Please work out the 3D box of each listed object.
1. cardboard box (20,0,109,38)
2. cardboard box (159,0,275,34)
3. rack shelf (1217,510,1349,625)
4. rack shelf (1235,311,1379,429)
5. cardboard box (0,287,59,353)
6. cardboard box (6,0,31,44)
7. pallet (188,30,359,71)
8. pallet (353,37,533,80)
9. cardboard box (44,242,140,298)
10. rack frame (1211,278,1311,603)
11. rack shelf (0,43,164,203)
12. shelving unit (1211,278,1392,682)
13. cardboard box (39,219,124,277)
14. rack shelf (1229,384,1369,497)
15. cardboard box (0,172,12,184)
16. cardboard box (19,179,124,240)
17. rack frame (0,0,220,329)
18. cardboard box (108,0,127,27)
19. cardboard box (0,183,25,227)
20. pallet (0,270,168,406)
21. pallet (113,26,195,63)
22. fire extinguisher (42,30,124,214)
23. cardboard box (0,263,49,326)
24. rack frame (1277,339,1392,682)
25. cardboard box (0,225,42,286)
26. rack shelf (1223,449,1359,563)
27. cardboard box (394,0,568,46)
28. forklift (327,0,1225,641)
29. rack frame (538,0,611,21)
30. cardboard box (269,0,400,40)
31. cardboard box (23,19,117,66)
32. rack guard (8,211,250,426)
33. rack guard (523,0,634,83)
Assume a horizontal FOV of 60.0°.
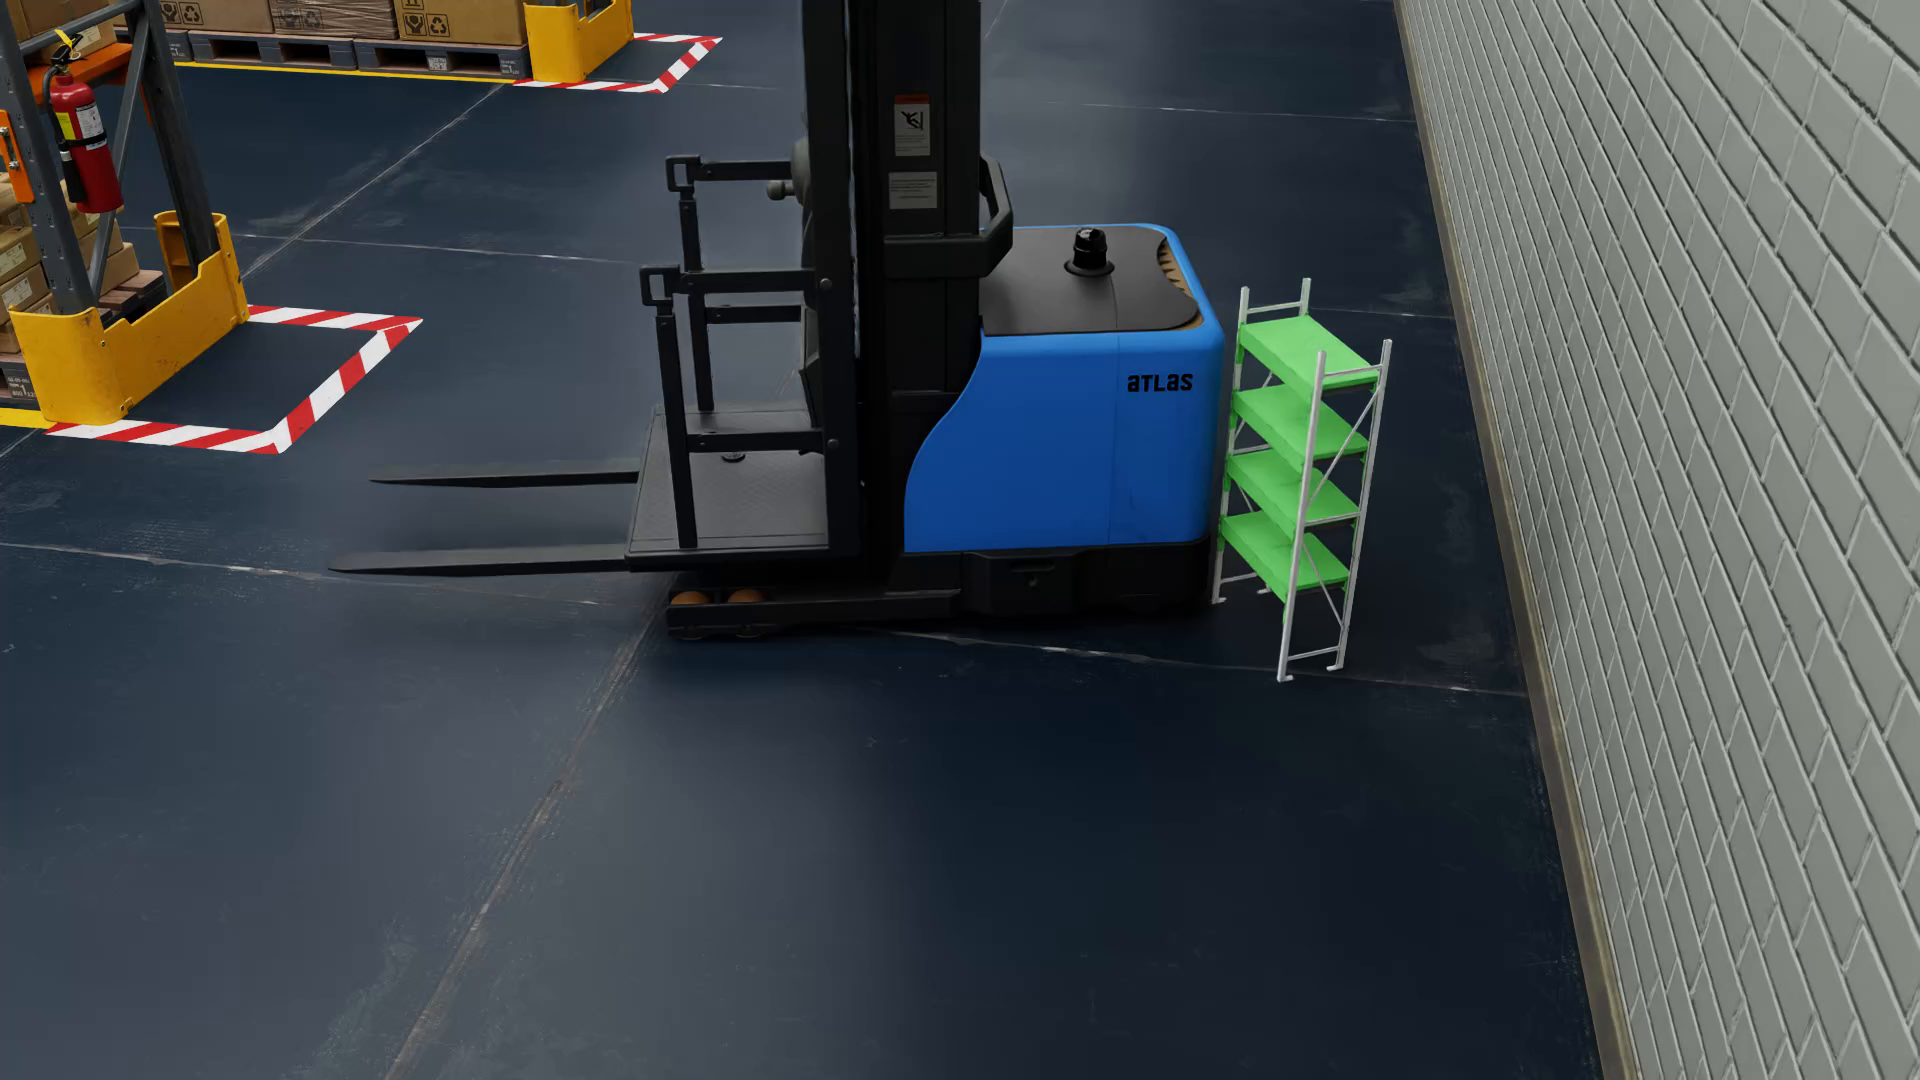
[{"bbox_3d":[-3.973,-2.415,6.907,0.500,0.500,0.500,7,33,11],"label":"cardboard box"},{"bbox_3d":[-5.061,-4.101,11.581,0.875,0.875,0.875,5,32,8],"label":"cardboard box"},{"bbox_3d":[1.087,0.072,5.577,0.258,0.148,0.480,-10,33,-16],"label":"rack shelf"},{"bbox_3d":[1.087,-0.538,5.195,0.258,0.148,0.480,-10,33,-16],"label":"rack shelf"},{"bbox_3d":[-4.131,-0.970,7.263,0.250,0.149,0.380,6,32,9],"label":"cardboard box"},{"bbox_3d":[-4.063,-2.136,6.461,0.500,0.500,0.500,6,33,9],"label":"cardboard box"},{"bbox_3d":[-4.643,-3.606,11.812,1.213,0.211,1.003,5,32,8],"label":"pallet"},{"bbox_3d":[-3.444,-3.496,11.636,1.213,0.211,1.003,5,32,8],"label":"pallet"},{"bbox_3d":[-4.039,-1.246,7.705,0.250,0.149,0.380,6,33,9],"label":"cardboard box"},{"bbox_3d":[1.008,-0.308,5.611,0.240,1.200,0.015,-10,33,-16],"label":"rack frame"},{"bbox_3d":[-5.548,-1.936,7.194,4.000,0.370,1.077,5,32,8],"label":"rack shelf"},{"bbox_3d":[1.087,-0.186,5.416,0.258,1.200,0.503,-10,33,-16],"label":"shelving unit"},{"bbox_3d":[-4.050,-1.339,7.573,0.250,0.149,0.380,6,33,10],"label":"cardboard box"},{"bbox_3d":[1.087,-0.335,5.322,0.258,0.148,0.480,-10,33,-16],"label":"rack shelf"},{"bbox_3d":[-4.555,-1.560,7.645,0.250,0.149,0.380,5,32,8],"label":"cardboard box"},{"bbox_3d":[-4.036,-1.509,7.563,0.250,0.149,0.380,4,32,6],"label":"cardboard box"},{"bbox_3d":[-3.577,-2.062,6.718,0.127,3.000,1.000,5,32,8],"label":"rack frame"},{"bbox_3d":[-5.948,-4.181,11.709,0.875,0.875,0.875,5,32,8],"label":"cardboard box"},{"bbox_3d":[-4.328,-1.470,7.502,0.250,0.149,0.380,6,33,9],"label":"cardboard box"},{"bbox_3d":[-4.446,-0.978,7.614,1.213,0.211,1.003,5,32,8],"label":"pallet"},{"bbox_3d":[-5.849,-3.714,11.984,1.213,0.211,1.003,5,32,8],"label":"pallet"},{"bbox_3d":[-3.406,-1.608,6.416,0.183,0.674,0.296,5,32,8],"label":"fire extinguisher"},{"bbox_3d":[-4.145,-1.056,7.120,0.250,0.149,0.380,4,32,7],"label":"cardboard box"},{"bbox_3d":[1.166,-0.063,5.220,0.240,1.200,0.015,-10,33,-16],"label":"rack frame"},{"bbox_3d":[-4.141,-1.199,7.069,0.250,0.149,0.380,6,32,9],"label":"cardboard box"},{"bbox_3d":[1.087,-0.132,5.450,0.258,0.148,0.480,-10,33,-16],"label":"rack shelf"},{"bbox_3d":[-3.287,-3.940,11.324,0.875,0.875,0.875,5,32,8],"label":"cardboard box"},{"bbox_3d":[-0.675,-1.189,5.387,3.031,2.935,1.130,-2,32,-3],"label":"forklift"},{"bbox_3d":[-2.643,-4.647,10.848,0.127,3.000,1.000,5,32,8],"label":"rack frame"},{"bbox_3d":[-4.184,-4.021,11.454,0.875,0.875,0.875,5,32,8],"label":"cardboard box"},{"bbox_3d":[-3.841,-2.156,7.104,0.250,0.149,0.380,5,32,8],"label":"cardboard box"},{"bbox_3d":[-3.652,-1.010,7.392,0.348,0.500,1.175,5,32,8],"label":"rack guard"},{"bbox_3d":[-2.619,-3.586,11.507,0.348,0.500,1.175,5,32,8],"label":"rack guard"}]
